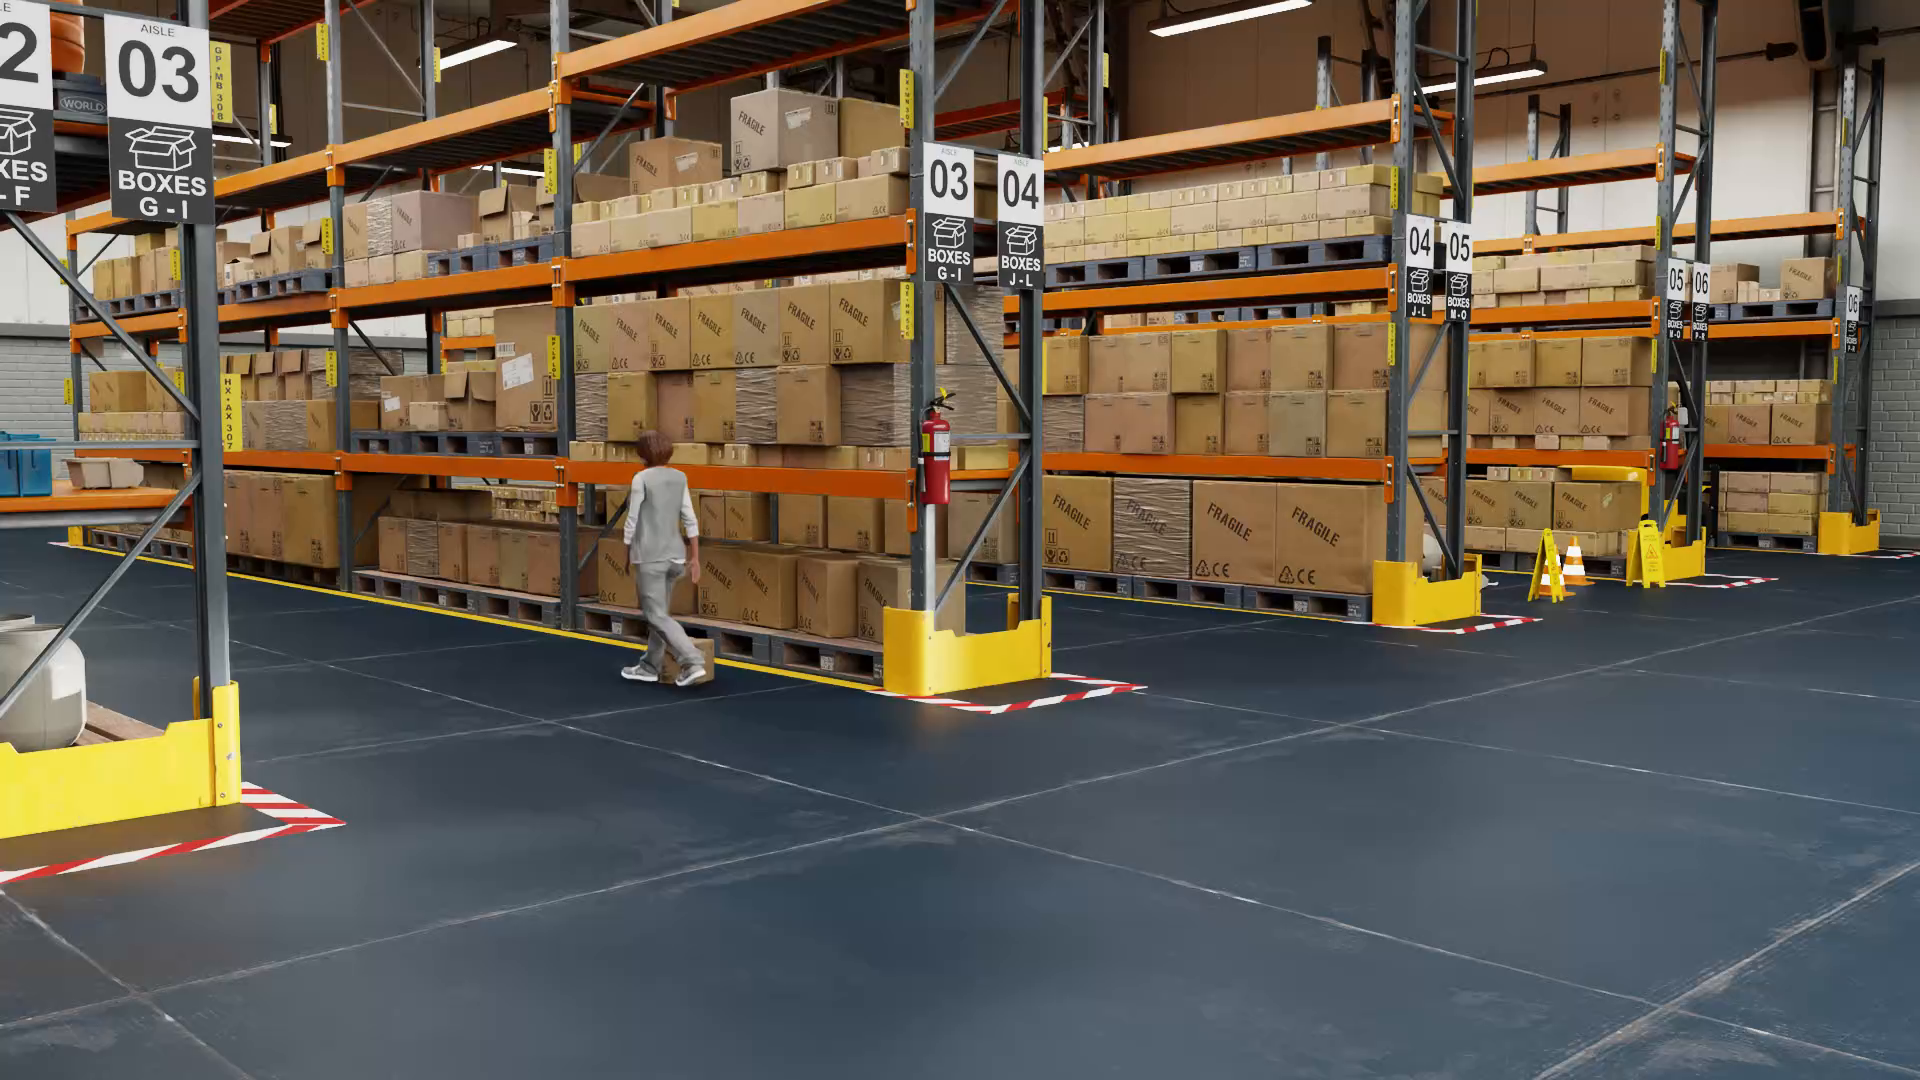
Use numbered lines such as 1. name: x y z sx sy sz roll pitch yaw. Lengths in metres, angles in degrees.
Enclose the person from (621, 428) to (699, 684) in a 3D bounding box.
1. person: -1.786 0.117 9.877 0.871 1.567 0.406 4 5 40
